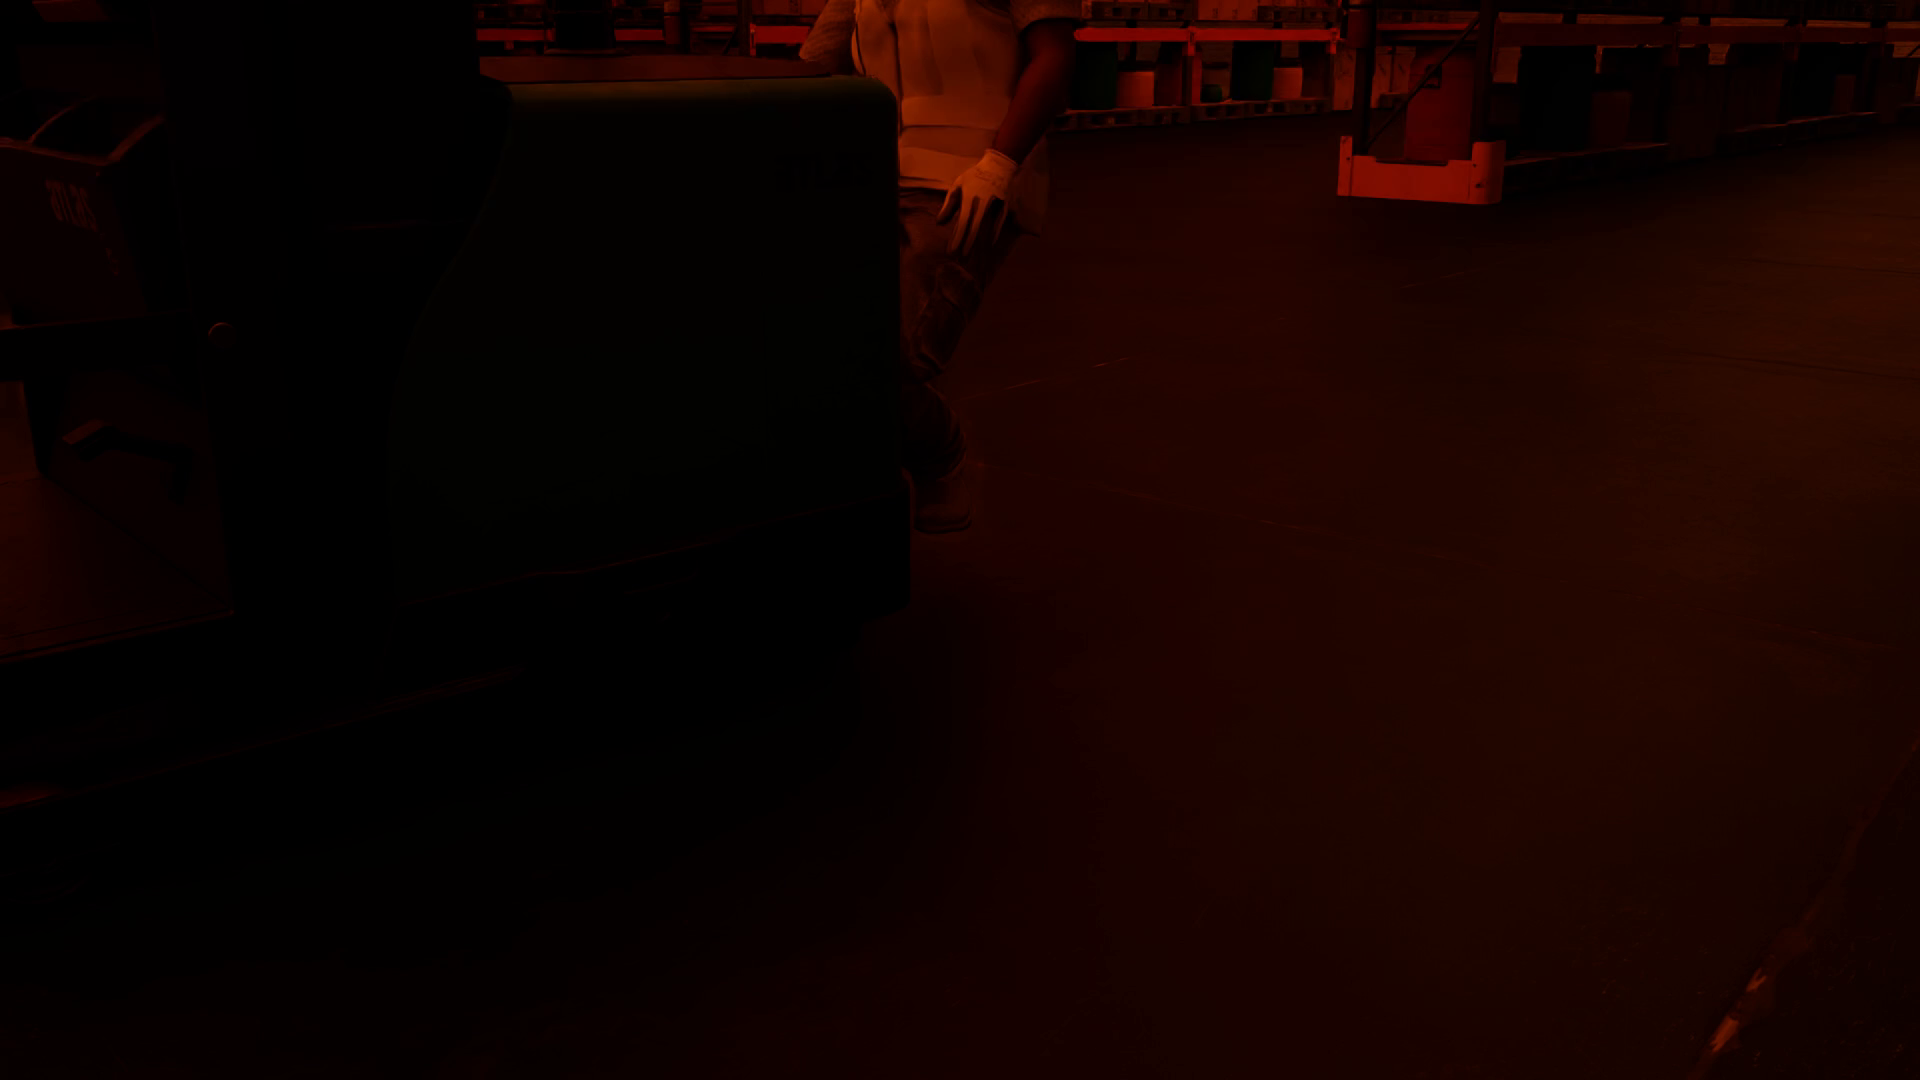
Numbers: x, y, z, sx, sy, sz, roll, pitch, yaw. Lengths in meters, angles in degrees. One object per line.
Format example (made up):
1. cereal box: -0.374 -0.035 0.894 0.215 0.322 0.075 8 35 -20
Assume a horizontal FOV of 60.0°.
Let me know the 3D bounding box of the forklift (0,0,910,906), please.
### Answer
1. forklift: -1.539 -1.035 2.305 3.031 2.935 1.130 -14 22 -39

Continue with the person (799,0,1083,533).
1. person: -0.206 -0.686 3.332 0.725 1.692 0.789 -13 21 -37
